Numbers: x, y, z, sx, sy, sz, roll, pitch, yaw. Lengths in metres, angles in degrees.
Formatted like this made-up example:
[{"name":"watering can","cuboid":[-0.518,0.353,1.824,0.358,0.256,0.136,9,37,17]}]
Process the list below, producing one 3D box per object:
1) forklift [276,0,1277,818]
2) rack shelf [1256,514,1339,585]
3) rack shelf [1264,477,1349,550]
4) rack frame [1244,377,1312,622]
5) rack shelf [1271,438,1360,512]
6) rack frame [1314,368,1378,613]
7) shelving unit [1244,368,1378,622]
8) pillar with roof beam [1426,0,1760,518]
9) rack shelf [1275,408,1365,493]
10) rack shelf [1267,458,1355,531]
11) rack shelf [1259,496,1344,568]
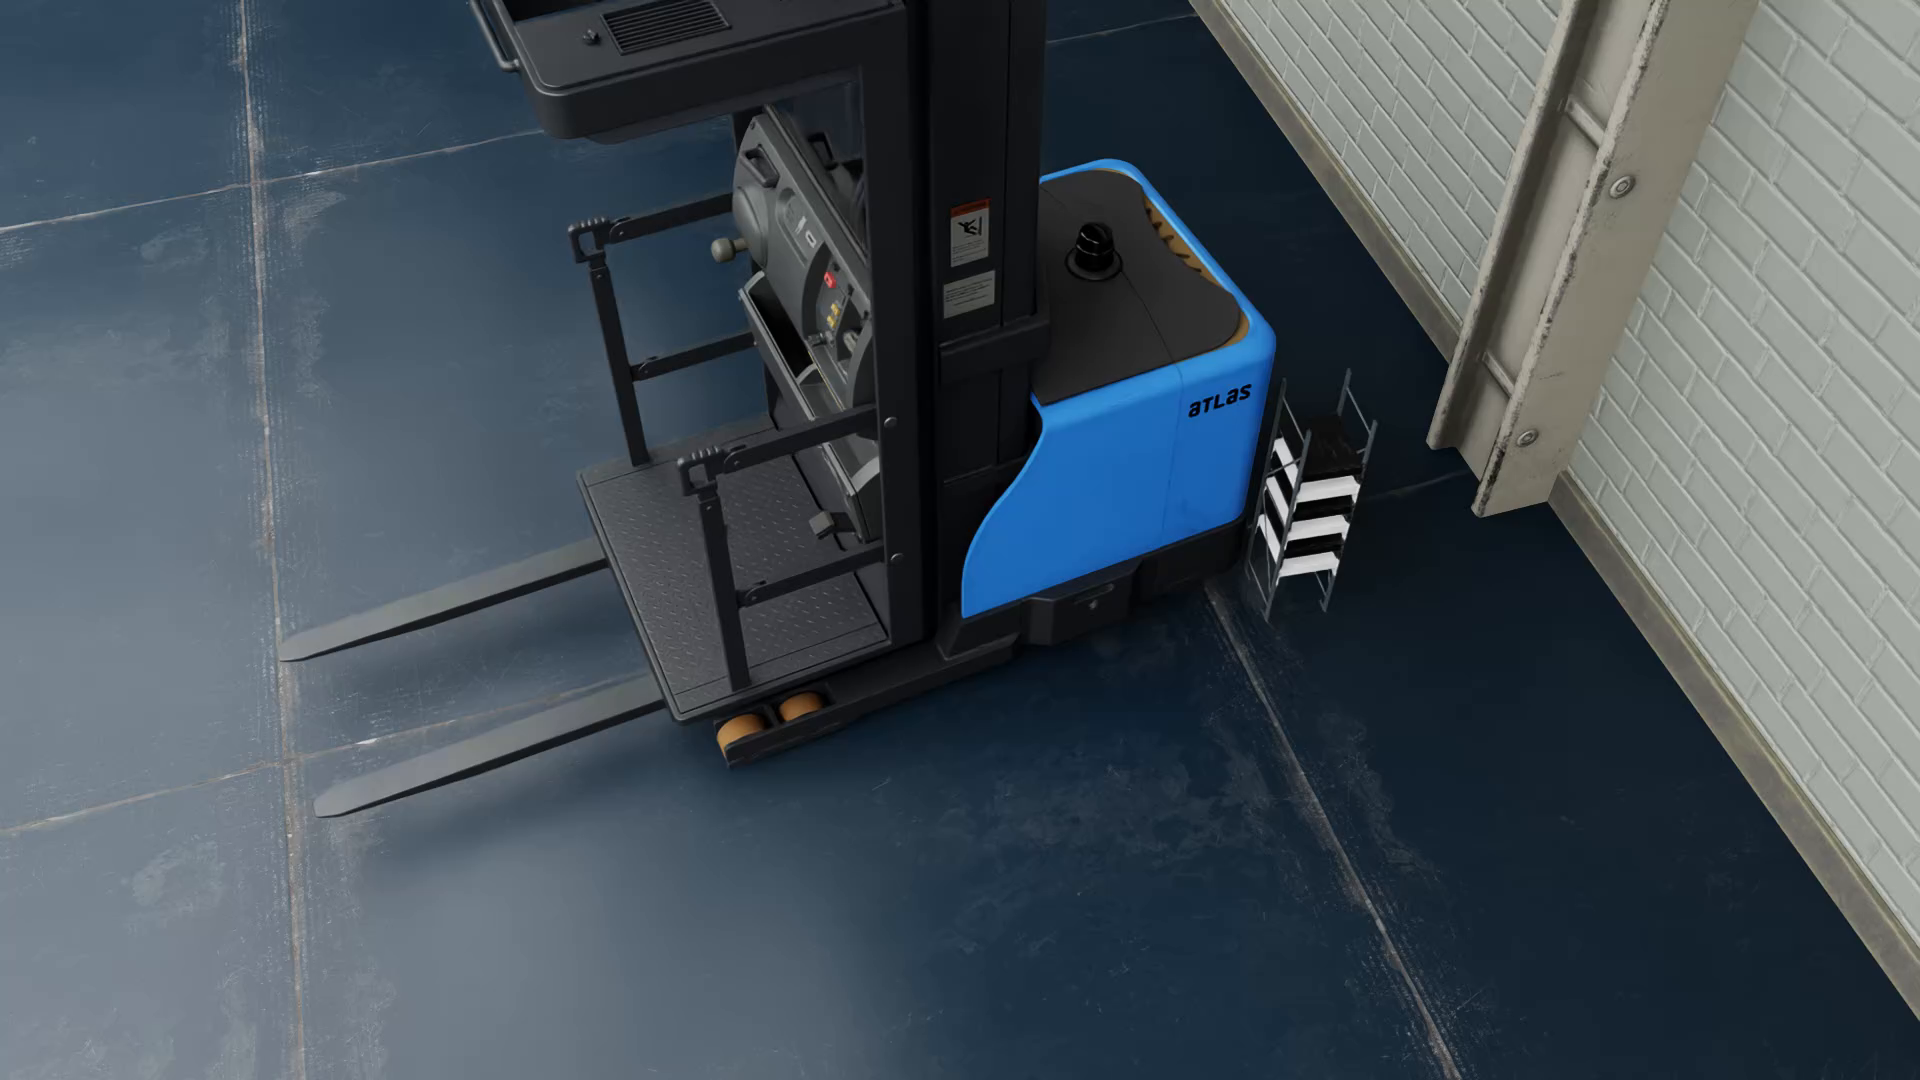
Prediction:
[{"name":"forklift","cuboid":[-0.614,-0.713,4.434,3.031,2.935,1.130,-19,52,-15]},{"name":"rack shelf","cuboid":[1.094,0.015,5.428,0.200,0.077,0.258,-9,50,-7]},{"name":"rack shelf","cuboid":[1.095,-0.101,5.290,0.200,0.077,0.258,-9,50,-7]},{"name":"rack frame","cuboid":[0.995,-0.107,5.251,0.006,0.900,0.240,-9,50,-7]},{"name":"rack shelf","cuboid":[1.095,-0.217,5.152,0.200,0.077,0.258,-9,50,-7]},{"name":"rack frame","cuboid":[1.194,-0.138,5.278,0.006,0.900,0.240,-9,50,-7]},{"name":"shelving unit","cuboid":[1.095,-0.123,5.265,0.210,0.900,0.258,-9,50,-7]},{"name":"pillar with roof beam","cuboid":[-2.212,-2.184,1.705,9.100,9.000,0.400,-13,51,-11]},{"name":"rack shelf","cuboid":[1.095,-0.275,5.084,0.200,0.077,0.258,-9,50,-7]},{"name":"rack shelf","cuboid":[1.095,-0.159,5.221,0.200,0.077,0.258,-9,50,-7]},{"name":"rack shelf","cuboid":[1.094,-0.043,5.359,0.200,0.077,0.258,-9,50,-7]}]
